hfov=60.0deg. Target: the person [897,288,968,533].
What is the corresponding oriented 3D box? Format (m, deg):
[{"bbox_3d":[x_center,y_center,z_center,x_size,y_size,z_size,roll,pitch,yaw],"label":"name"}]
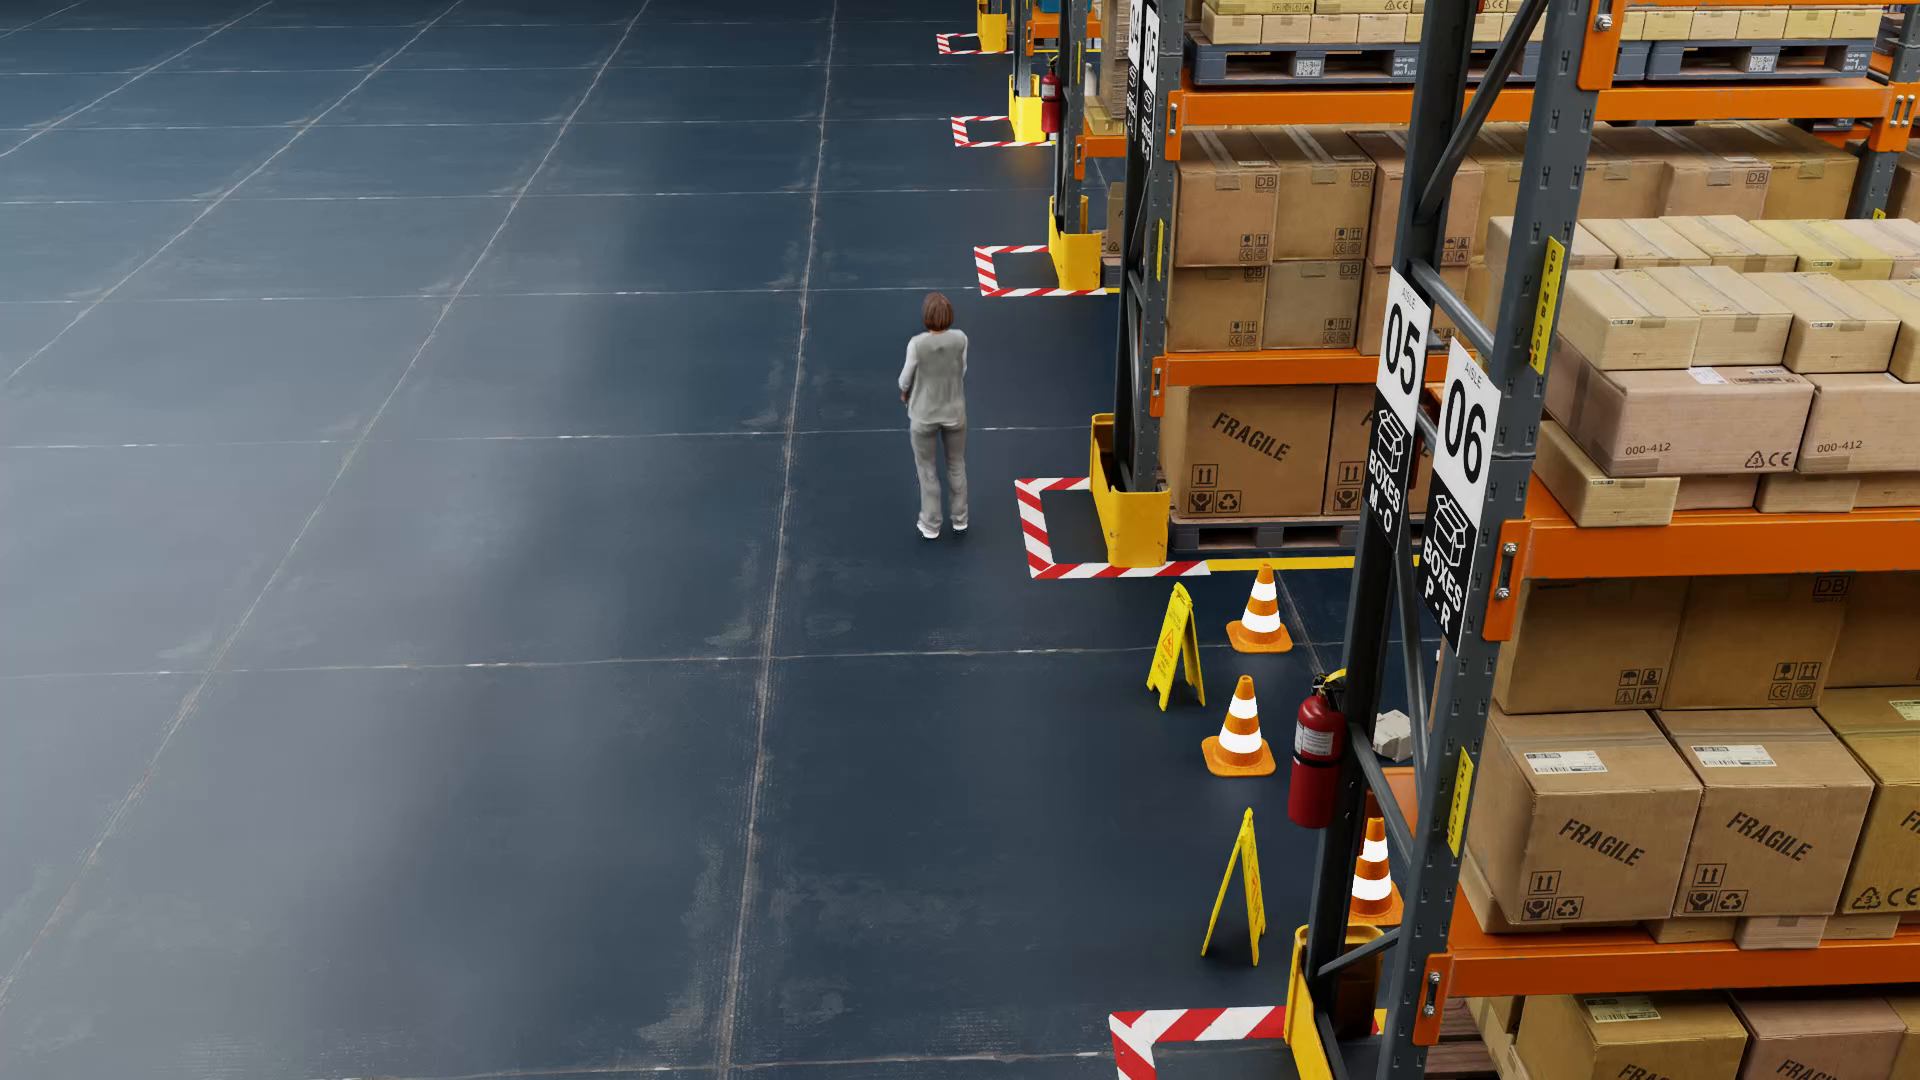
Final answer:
[{"bbox_3d":[-0.161,-0.789,10.081,0.428,1.606,0.478,22,35,36],"label":"person"}]
